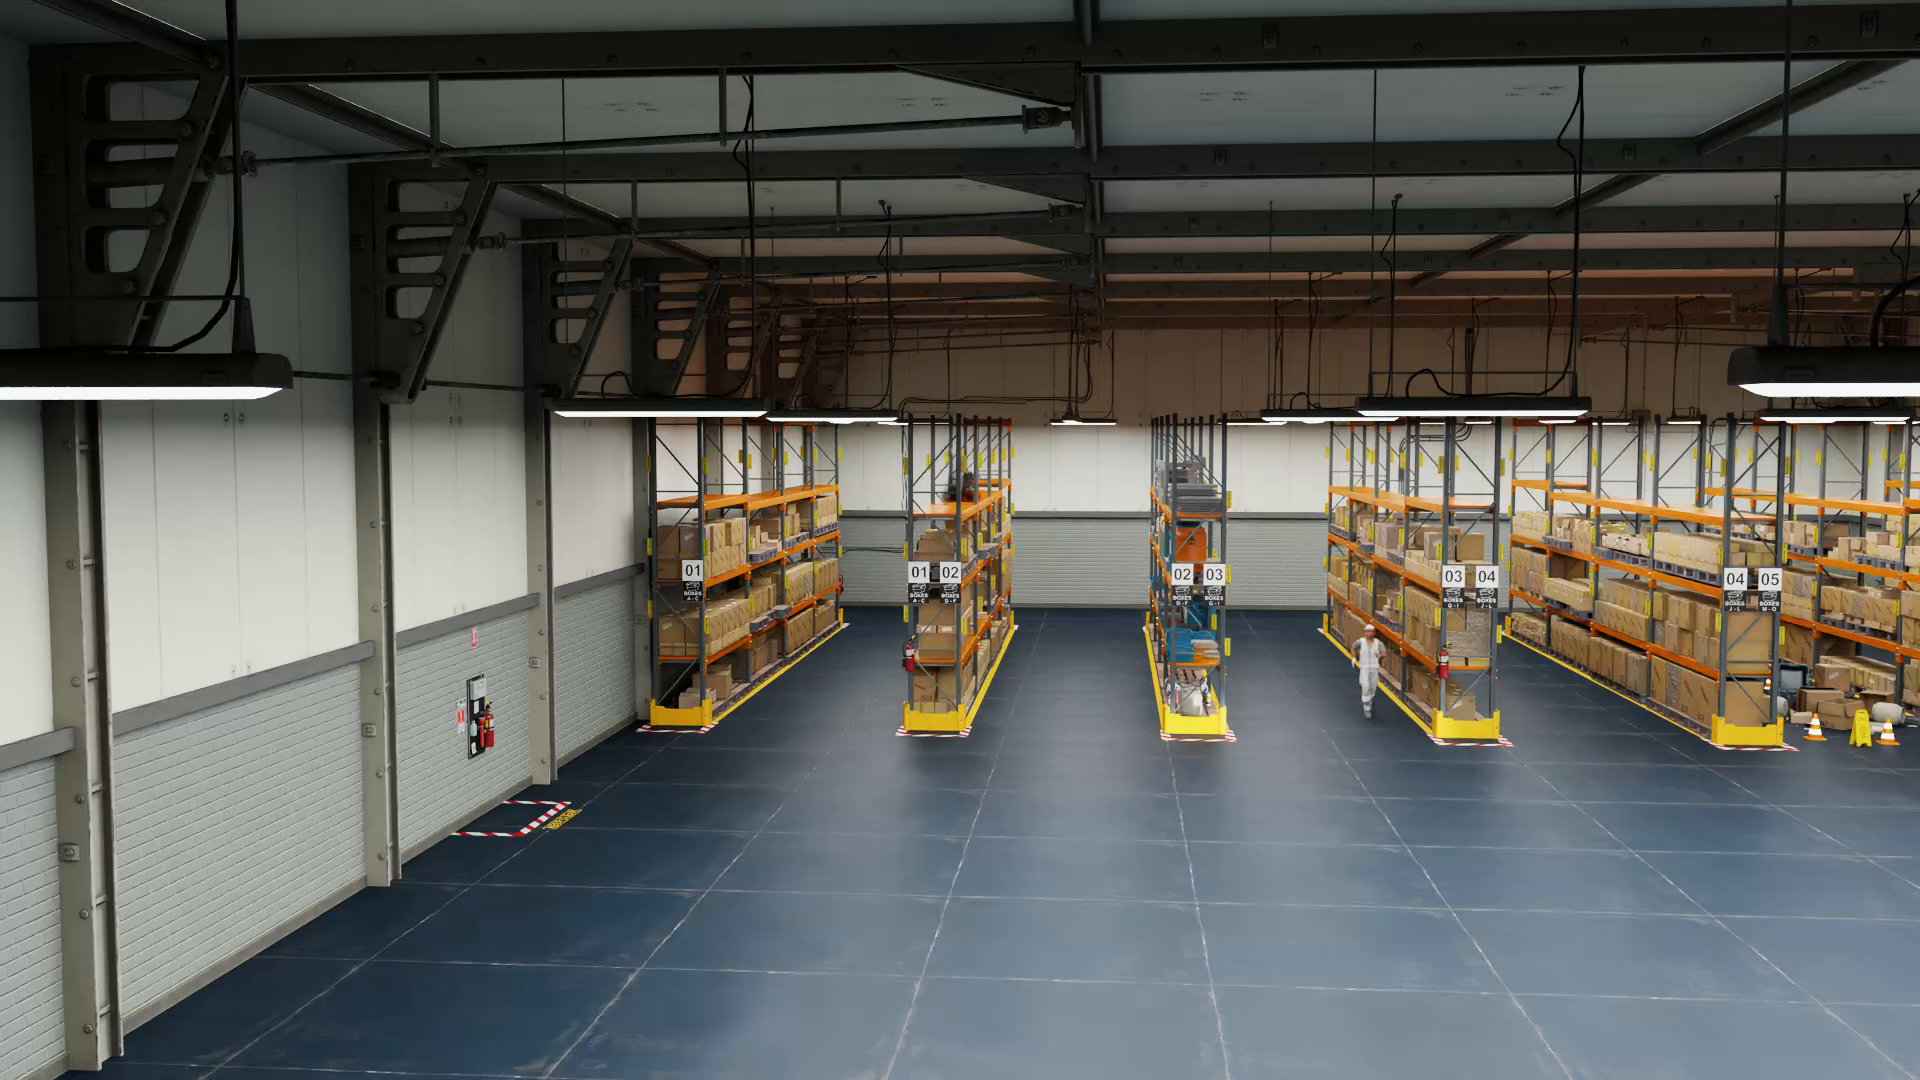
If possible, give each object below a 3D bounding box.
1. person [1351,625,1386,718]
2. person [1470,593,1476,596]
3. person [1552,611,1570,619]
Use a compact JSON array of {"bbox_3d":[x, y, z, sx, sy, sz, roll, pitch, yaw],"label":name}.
[{"bbox_3d":[8.135,2.572,33.068,0.660,1.786,0.976,0,4,4],"label":"person"},{"bbox_3d":[13.865,1.821,45.124,0.724,1.839,0.819,1,4,8],"label":"person"},{"bbox_3d":[16.889,1.768,46.932,0.650,1.597,0.772,-1,4,-21],"label":"person"}]
